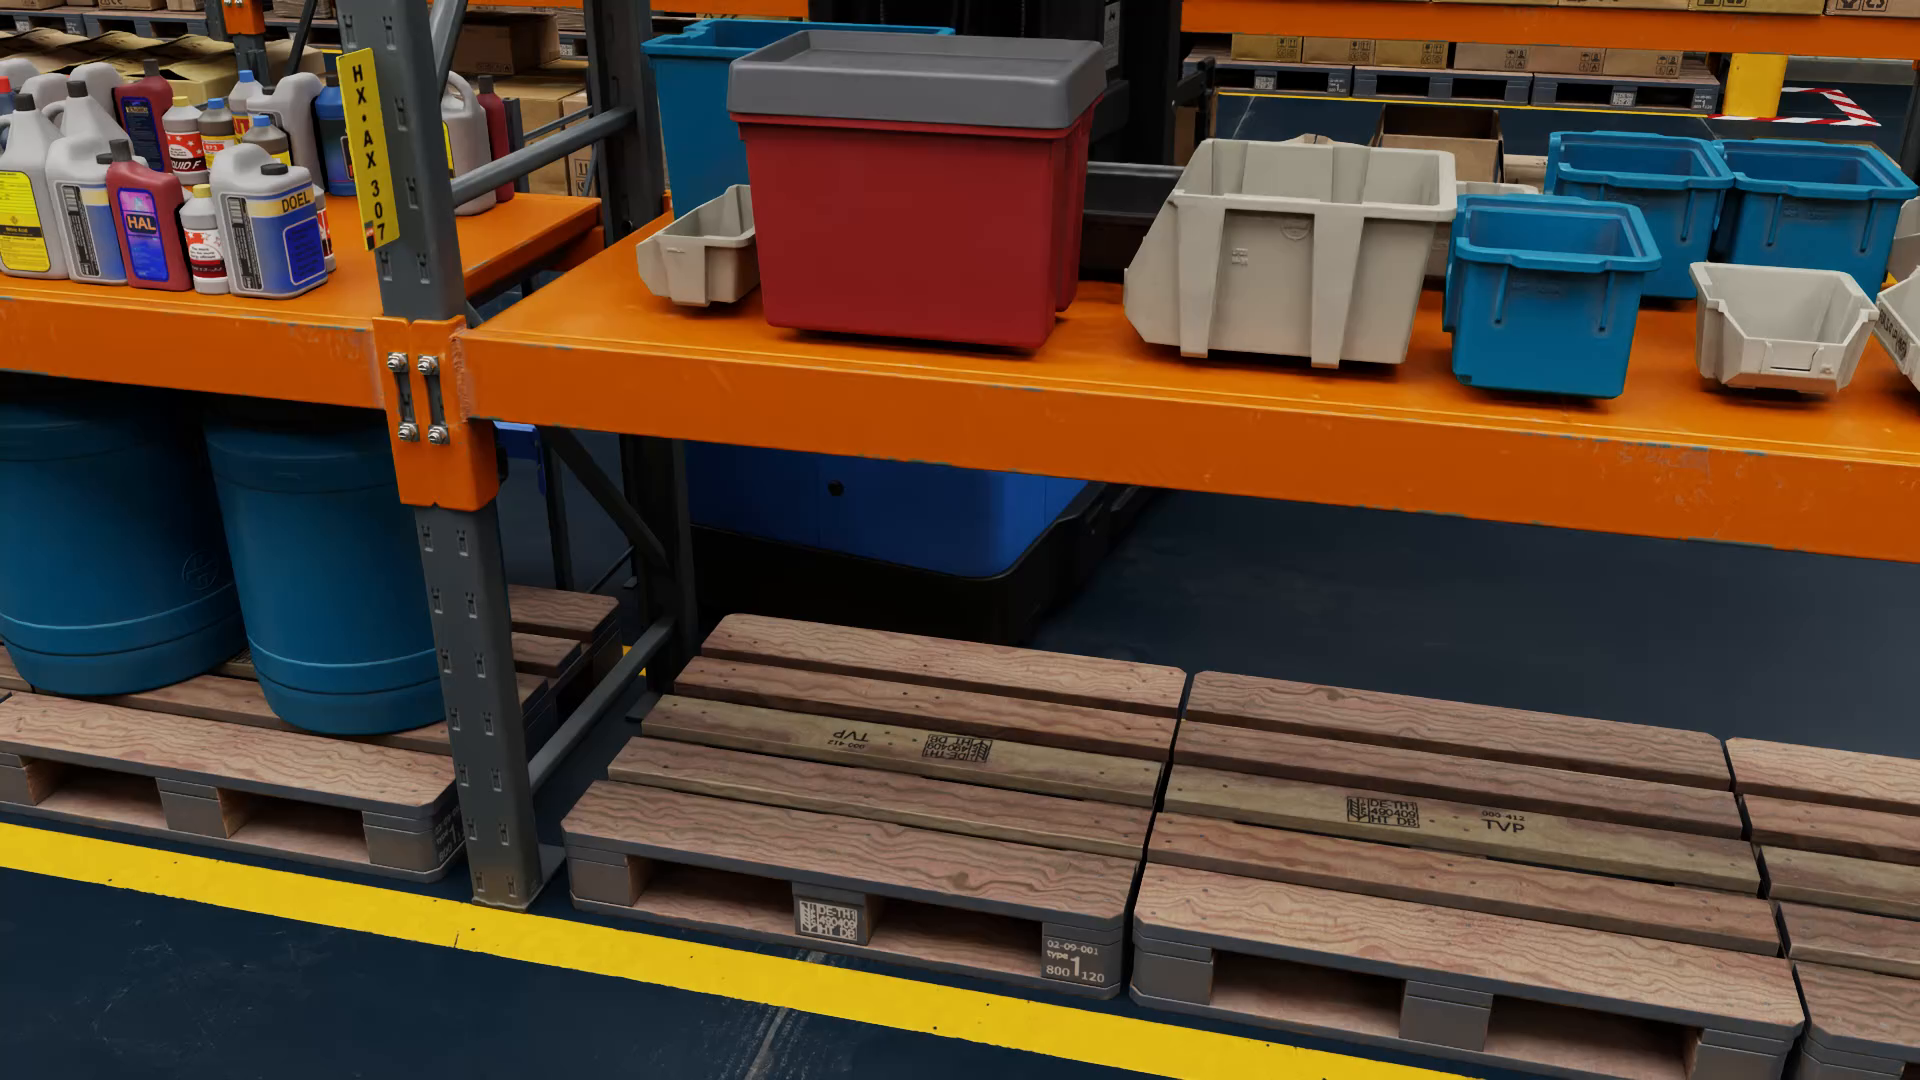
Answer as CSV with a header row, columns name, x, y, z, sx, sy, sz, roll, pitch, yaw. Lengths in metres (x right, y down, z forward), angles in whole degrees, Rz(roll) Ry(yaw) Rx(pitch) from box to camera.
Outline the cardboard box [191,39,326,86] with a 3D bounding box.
name,x,y,z,sx,sy,sz,roll,pitch,yaw
cardboard box,-3.938,-2.636,9.356,0.500,0.311,0.500,7,26,15

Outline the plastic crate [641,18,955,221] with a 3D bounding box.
name,x,y,z,sx,sy,sz,roll,pitch,yaw
plastic crate,-0.330,-0.878,3.554,0.575,0.384,0.392,6,26,13

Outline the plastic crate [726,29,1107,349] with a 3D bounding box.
name,x,y,z,sx,sy,sz,roll,pitch,yaw
plastic crate,-0.065,-0.623,2.924,0.583,0.464,0.402,6,26,13

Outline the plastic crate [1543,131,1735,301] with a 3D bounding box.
name,x,y,z,sx,sy,sz,roll,pitch,yaw
plastic crate,1.284,-0.626,3.201,0.300,0.233,0.416,6,26,13

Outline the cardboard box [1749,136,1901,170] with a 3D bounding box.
name,x,y,z,sx,sy,sz,roll,pitch,yaw
cardboard box,3.656,-1.426,7.151,0.500,0.500,0.500,6,26,13

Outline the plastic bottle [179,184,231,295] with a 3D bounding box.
name,x,y,z,sx,sy,sz,roll,pitch,yaw
plastic bottle,-1.448,-0.586,3.221,0.097,0.201,0.097,0,25,0

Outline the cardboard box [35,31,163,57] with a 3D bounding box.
name,x,y,z,sx,sy,sz,roll,pitch,yaw
cardboard box,-4.942,-2.744,9.583,0.500,0.311,0.500,6,26,12

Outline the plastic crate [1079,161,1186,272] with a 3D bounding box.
name,x,y,z,sx,sy,sz,roll,pitch,yaw
plastic crate,0.284,-0.661,3.400,0.590,0.125,0.437,6,26,13

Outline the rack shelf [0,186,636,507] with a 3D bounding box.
name,x,y,z,sx,sy,sz,roll,pitch,yaw
rack shelf,-2.804,-0.656,3.975,4.000,0.370,1.077,6,26,13

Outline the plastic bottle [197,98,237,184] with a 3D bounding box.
name,x,y,z,sx,sy,sz,roll,pitch,yaw
plastic bottle,-1.775,-0.958,4.005,0.097,0.201,0.097,0,25,0

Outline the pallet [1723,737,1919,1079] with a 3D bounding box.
name,x,y,z,sx,sy,sz,roll,pitch,yaw
pallet,2.218,0.816,3.290,1.213,0.211,1.003,6,26,13

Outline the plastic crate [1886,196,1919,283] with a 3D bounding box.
name,x,y,z,sx,sy,sz,roll,pitch,yaw
plastic crate,1.903,-0.551,3.155,0.298,0.136,0.250,6,26,13

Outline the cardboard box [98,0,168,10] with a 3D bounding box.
name,x,y,z,sx,sy,sz,roll,pitch,yaw
cardboard box,-7.163,-4.912,14.474,0.500,0.500,0.500,4,26,9

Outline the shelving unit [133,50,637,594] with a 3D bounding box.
name,x,y,z,sx,sy,sz,roll,pitch,yaw
shelving unit,-1.515,-0.527,4.612,1.048,1.500,0.538,6,26,13

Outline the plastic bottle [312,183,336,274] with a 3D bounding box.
name,x,y,z,sx,sy,sz,roll,pitch,yaw
plastic bottle,-1.316,-0.638,3.333,0.097,0.201,0.097,0,25,0

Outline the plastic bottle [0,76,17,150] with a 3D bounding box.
name,x,y,z,sx,sy,sz,roll,pitch,yaw
plastic bottle,-1.982,-0.786,3.469,0.185,0.351,0.144,6,26,13

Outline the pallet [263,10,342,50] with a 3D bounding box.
name,x,y,z,sx,sy,sz,roll,pitch,yaw
pallet,-5.393,-4.406,14.258,1.213,0.211,1.003,6,26,13

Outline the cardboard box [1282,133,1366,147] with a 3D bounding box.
name,x,y,z,sx,sy,sz,roll,pitch,yaw
cardboard box,1.719,-1.790,8.136,0.500,0.311,0.500,6,26,13

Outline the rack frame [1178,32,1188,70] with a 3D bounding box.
name,x,y,z,sx,sy,sz,roll,pitch,yaw
rack frame,1.600,-4.891,12.034,0.127,3.000,1.000,6,26,13

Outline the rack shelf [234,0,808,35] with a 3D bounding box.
name,x,y,z,sx,sy,sz,roll,pitch,yaw
rack shelf,-1.567,-2.718,8.306,4.000,0.370,1.077,6,26,13

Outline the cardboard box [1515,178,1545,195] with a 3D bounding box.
name,x,y,z,sx,sy,sz,roll,pitch,yaw
cardboard box,2.744,-1.427,7.445,0.500,0.250,0.500,6,26,13

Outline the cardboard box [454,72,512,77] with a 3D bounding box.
name,x,y,z,sx,sy,sz,roll,pitch,yaw
cardboard box,-2.540,-2.324,9.038,0.500,0.500,0.500,7,26,15

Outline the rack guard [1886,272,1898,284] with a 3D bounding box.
name,x,y,z,sx,sy,sz,roll,pitch,yaw
rack guard,4.171,-1.280,7.356,0.348,0.500,1.175,6,26,13

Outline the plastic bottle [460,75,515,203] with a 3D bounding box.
name,x,y,z,sx,sy,sz,roll,pitch,yaw
plastic bottle,-1.116,-0.931,3.851,0.133,0.283,0.061,6,26,13

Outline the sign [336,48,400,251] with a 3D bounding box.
name,x,y,z,sx,sy,sz,roll,pitch,yaw
sign,-1.006,-0.663,2.831,0.005,0.325,0.100,6,26,13

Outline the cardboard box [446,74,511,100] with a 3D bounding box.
name,x,y,z,sx,sy,sz,roll,pitch,yaw
cardboard box,-2.626,-2.105,8.578,0.500,0.500,0.500,5,26,11

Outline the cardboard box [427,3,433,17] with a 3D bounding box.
name,x,y,z,sx,sy,sz,roll,pitch,yaw
cardboard box,-4.434,-4.640,13.902,0.500,0.500,0.700,7,26,14

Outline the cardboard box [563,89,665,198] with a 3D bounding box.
name,x,y,z,sx,sy,sz,roll,pitch,yaw
cardboard box,-1.634,-1.996,8.348,0.500,0.500,0.500,5,26,11

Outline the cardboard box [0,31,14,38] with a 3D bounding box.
name,x,y,z,sx,sy,sz,roll,pitch,yaw
cardboard box,-5.926,-2.855,9.814,0.500,0.311,0.500,6,26,13

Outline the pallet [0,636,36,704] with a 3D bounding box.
name,x,y,z,sx,sy,sz,roll,pitch,yaw
pallet,-2.789,0.263,4.453,1.213,0.211,1.003,6,26,13

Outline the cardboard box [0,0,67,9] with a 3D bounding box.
name,x,y,z,sx,sy,sz,roll,pitch,yaw
cardboard box,-8.124,-4.974,14.604,0.500,0.500,0.700,5,26,10

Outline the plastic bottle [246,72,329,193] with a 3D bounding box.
name,x,y,z,sx,sy,sz,roll,pitch,yaw
plastic bottle,-1.575,-0.958,3.917,0.135,0.276,0.152,6,26,13

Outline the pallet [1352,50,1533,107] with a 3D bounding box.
name,x,y,z,sx,sy,sz,roll,pitch,yaw
pallet,3.502,-3.388,12.121,1.213,0.211,1.003,6,26,13

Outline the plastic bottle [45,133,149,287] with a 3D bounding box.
name,x,y,z,sx,sy,sz,roll,pitch,yaw
plastic bottle,-1.683,-0.657,3.285,0.135,0.276,0.152,6,26,13

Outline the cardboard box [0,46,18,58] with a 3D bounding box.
name,x,y,z,sx,sy,sz,roll,pitch,yaw
cardboard box,-5.550,-2.574,9.225,0.500,0.311,0.500,7,26,14

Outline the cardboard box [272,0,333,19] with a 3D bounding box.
name,x,y,z,sx,sy,sz,roll,pitch,yaw
cardboard box,-5.431,-4.746,14.125,0.500,0.500,0.700,7,26,15

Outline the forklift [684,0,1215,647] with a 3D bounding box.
name,x,y,z,sx,sy,sz,roll,pitch,yaw
forklift,0.229,-1.610,5.221,1.130,2.935,3.031,11,27,21

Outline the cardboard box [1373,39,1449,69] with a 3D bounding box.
name,x,y,z,sx,sy,sz,roll,pitch,yaw
cardboard box,3.281,-3.718,11.990,0.500,0.500,0.700,7,26,14

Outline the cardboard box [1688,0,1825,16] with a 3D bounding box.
name,x,y,z,sx,sy,sz,roll,pitch,yaw
cardboard box,3.239,-2.434,6.757,0.500,0.500,0.500,7,26,13

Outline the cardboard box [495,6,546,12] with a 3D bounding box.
name,x,y,z,sx,sy,sz,roll,pitch,yaw
cardboard box,-3.454,-4.548,13.710,0.500,0.500,0.700,6,26,13

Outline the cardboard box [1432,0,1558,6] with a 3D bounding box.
name,x,y,z,sx,sy,sz,roll,pitch,yaw
cardboard box,2.269,-2.544,6.987,0.500,0.500,0.500,6,26,12

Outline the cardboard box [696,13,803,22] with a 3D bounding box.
name,x,y,z,sx,sy,sz,roll,pitch,yaw
cardboard box,-1.594,-4.405,13.025,0.750,0.750,0.750,6,26,12

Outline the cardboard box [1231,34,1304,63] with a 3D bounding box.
name,x,y,z,sx,sy,sz,roll,pitch,yaw
cardboard box,2.299,-3.829,12.223,0.500,0.500,0.700,7,26,14

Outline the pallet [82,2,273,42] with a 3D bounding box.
name,x,y,z,sx,sy,sz,roll,pitch,yaw
pallet,-6.807,-4.546,14.552,1.213,0.211,1.003,6,26,13

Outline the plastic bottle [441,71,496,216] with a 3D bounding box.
name,x,y,z,sx,sy,sz,roll,pitch,yaw
plastic bottle,-1.166,-0.921,3.753,0.185,0.351,0.144,6,26,13

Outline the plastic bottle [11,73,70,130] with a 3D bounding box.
name,x,y,z,sx,sy,sz,roll,pitch,yaw
plastic bottle,-2.155,-0.955,3.910,0.135,0.276,0.152,6,26,13

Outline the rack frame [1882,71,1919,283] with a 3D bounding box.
name,x,y,z,sx,sy,sz,roll,pitch,yaw
rack frame,4.244,-2.400,6.802,0.127,3.000,1.000,6,26,13

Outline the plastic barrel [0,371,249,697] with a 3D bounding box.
name,x,y,z,sx,sy,sz,roll,pitch,yaw
plastic barrel,-2.076,-0.150,4.028,0.708,0.901,0.600,6,26,13

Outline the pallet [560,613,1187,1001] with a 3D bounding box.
name,x,y,z,sx,sy,sz,roll,pitch,yaw
pallet,-0.145,0.555,3.839,1.213,0.211,1.003,6,26,13

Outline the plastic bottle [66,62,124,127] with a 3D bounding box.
name,x,y,z,sx,sy,sz,roll,pitch,yaw
plastic bottle,-2.117,-1.018,4.043,0.135,0.276,0.152,6,26,13

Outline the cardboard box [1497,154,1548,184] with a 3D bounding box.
name,x,y,z,sx,sy,sz,roll,pitch,yaw
cardboard box,2.820,-1.641,7.893,0.500,0.250,0.500,6,26,13

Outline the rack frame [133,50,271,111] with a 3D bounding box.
name,x,y,z,sx,sy,sz,roll,pitch,yaw
rack frame,-2.007,-0.581,4.725,0.032,1.500,0.500,6,26,13

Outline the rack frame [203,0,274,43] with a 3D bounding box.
name,x,y,z,sx,sy,sz,roll,pitch,yaw
rack frame,-6.148,-5.747,13.833,0.127,3.000,1.000,6,26,13

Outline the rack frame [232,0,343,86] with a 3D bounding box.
name,x,y,z,sx,sy,sz,roll,pitch,yaw
rack frame,-3.504,-3.257,8.601,0.127,3.000,1.000,6,26,13

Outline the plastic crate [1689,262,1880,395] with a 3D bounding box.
name,x,y,z,sx,sy,sz,roll,pitch,yaw
plastic crate,1.328,-0.339,2.709,0.250,0.136,0.298,6,26,13

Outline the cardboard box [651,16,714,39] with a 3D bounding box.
name,x,y,z,sx,sy,sz,roll,pitch,yaw
cardboard box,-1.492,-2.551,8.642,0.500,0.250,0.500,6,26,12

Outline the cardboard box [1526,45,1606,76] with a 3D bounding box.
name,x,y,z,sx,sy,sz,roll,pitch,yaw
cardboard box,4.287,-3.611,11.764,0.500,0.500,0.700,6,26,13

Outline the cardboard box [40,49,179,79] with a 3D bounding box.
name,x,y,z,sx,sy,sz,roll,pitch,yaw
cardboard box,-4.577,-2.464,8.995,0.500,0.311,0.500,6,26,12
